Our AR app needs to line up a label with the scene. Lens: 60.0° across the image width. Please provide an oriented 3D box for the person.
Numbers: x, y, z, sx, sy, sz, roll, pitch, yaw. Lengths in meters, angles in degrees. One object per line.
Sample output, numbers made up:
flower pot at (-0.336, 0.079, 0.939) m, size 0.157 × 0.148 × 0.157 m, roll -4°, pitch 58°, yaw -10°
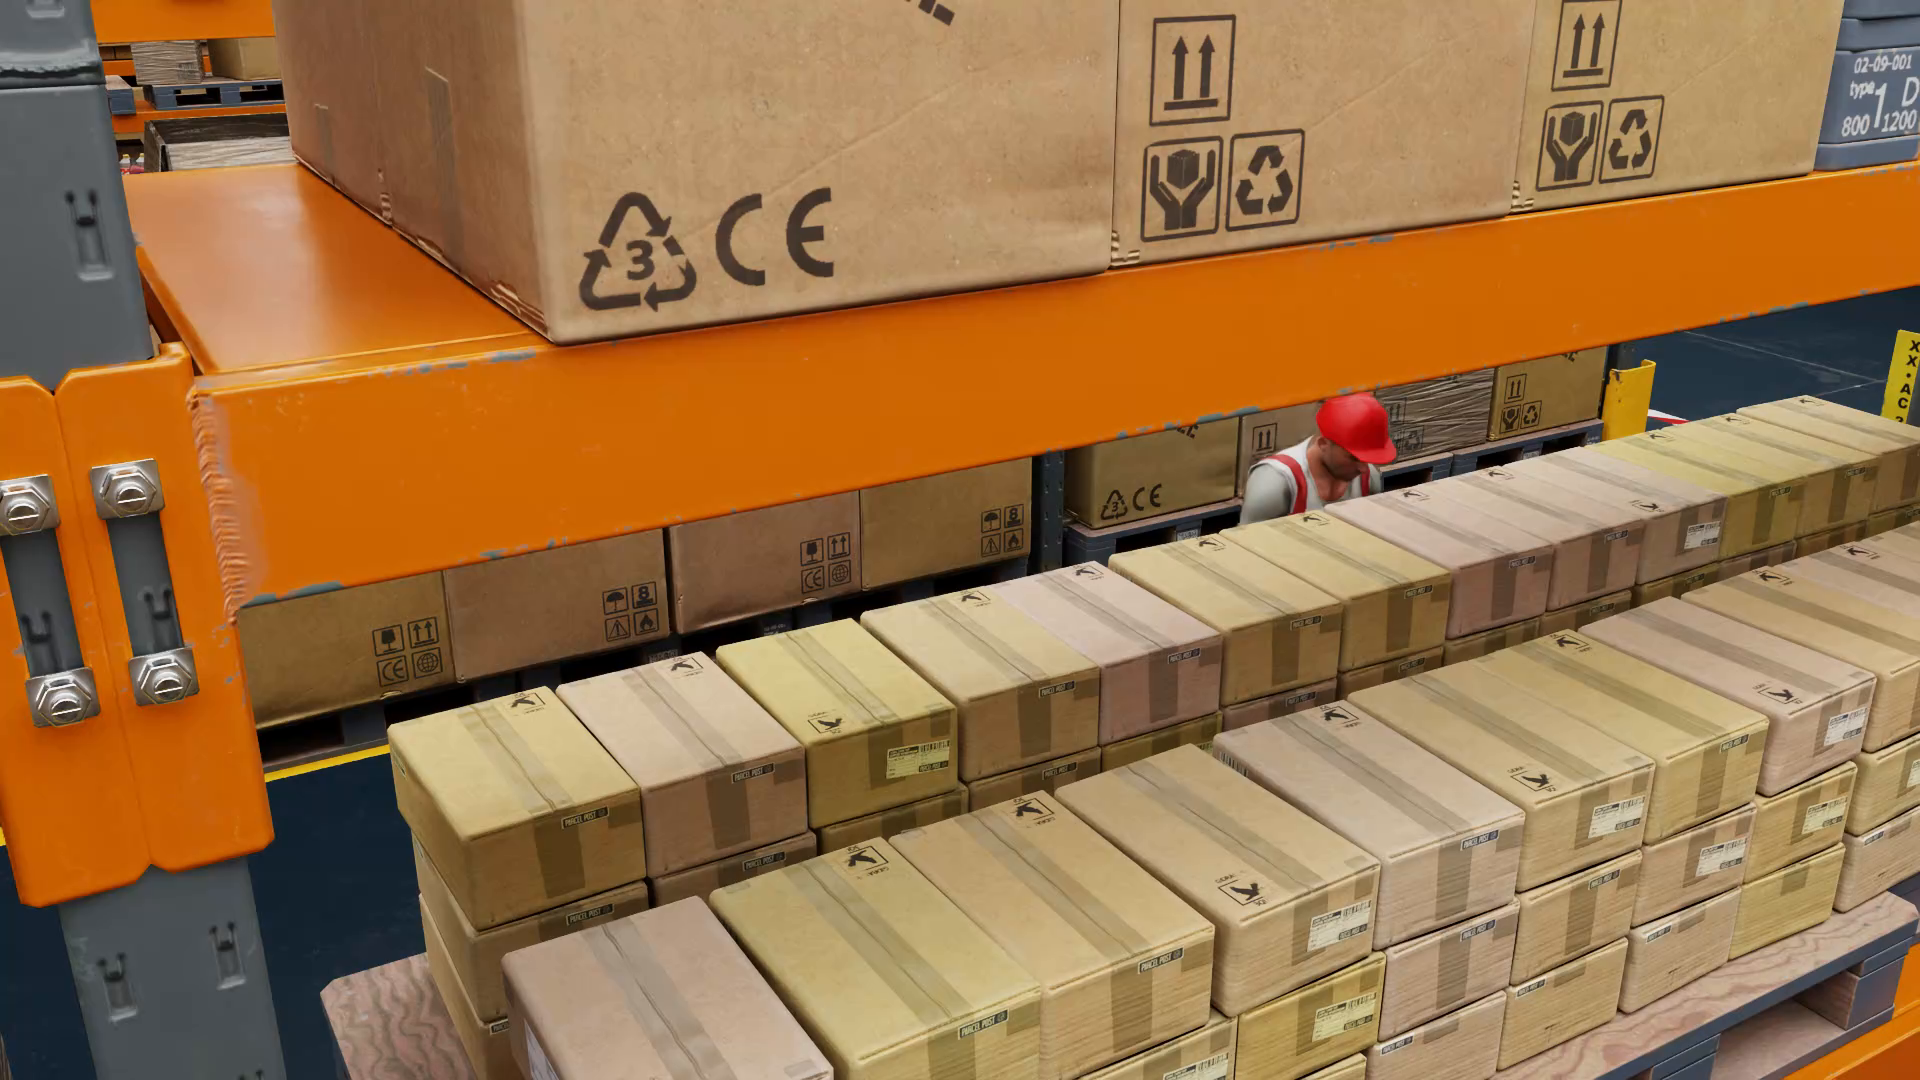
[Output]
person at (1.135, 0.309, 5.378) m, size 0.551 × 1.712 × 0.496 m, roll -12°, pitch 24°, yaw -27°
